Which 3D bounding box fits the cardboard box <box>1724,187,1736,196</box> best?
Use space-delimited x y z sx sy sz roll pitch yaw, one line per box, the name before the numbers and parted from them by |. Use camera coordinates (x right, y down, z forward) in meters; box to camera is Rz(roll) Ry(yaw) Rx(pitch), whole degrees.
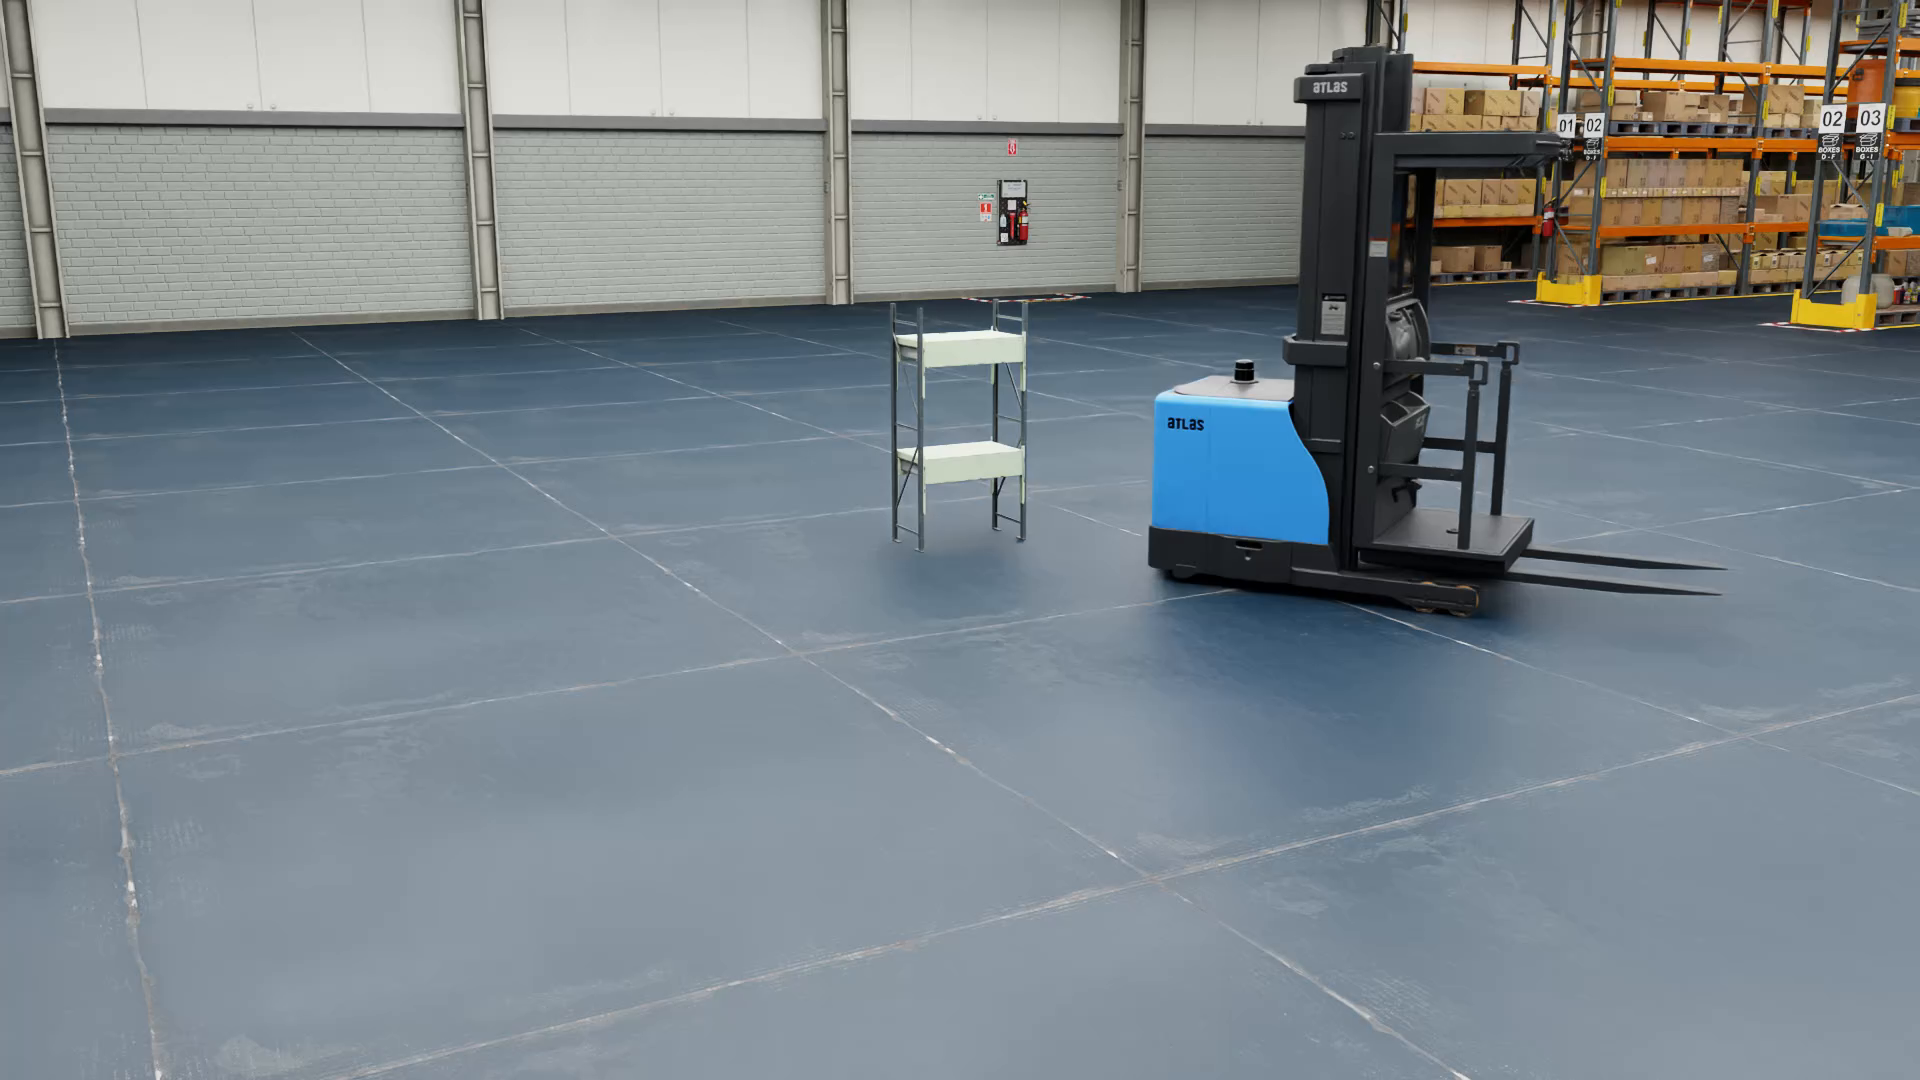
cardboard box | 13.786 -6.306 30.092 0.250 0.149 0.380 -7 15 -29

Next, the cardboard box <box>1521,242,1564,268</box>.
cardboard box | 12.401 -6.066 35.424 0.500 0.500 0.700 -6 14 -26

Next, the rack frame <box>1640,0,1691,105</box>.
rack frame | 15.274 -10.338 36.050 0.127 3.000 1.000 -7 14 -28

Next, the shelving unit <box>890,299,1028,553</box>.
shelving unit | -0.006 -0.731 10.441 0.755 1.500 0.431 -7 14 -28

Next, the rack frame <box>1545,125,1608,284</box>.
rack frame | 10.629 -5.615 28.729 0.127 3.000 1.000 -7 14 -28

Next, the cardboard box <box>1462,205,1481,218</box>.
cardboard box | 10.177 -6.659 33.662 0.500 0.250 0.500 -7 14 -27

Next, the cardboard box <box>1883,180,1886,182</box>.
cardboard box | 21.853 -8.344 40.169 0.700 0.700 0.980 -6 14 -25

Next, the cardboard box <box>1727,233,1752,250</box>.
cardboard box | 17.498 -6.801 37.936 0.750 0.750 0.750 -6 14 -26

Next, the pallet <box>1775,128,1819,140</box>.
pallet | 16.118 -7.621 31.241 1.213 0.211 1.003 -6 14 -25

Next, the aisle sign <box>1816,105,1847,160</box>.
aisle sign | 12.794 -5.978 24.421 0.004 0.787 0.394 -7 14 -28

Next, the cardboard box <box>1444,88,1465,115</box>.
cardboard box | 9.616 -8.672 32.930 0.500 0.500 0.500 -6 14 -26

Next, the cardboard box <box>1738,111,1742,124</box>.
cardboard box | 17.503 -9.416 37.557 0.500 0.500 0.700 -7 15 -29

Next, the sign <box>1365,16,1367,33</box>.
sign | 8.004 -10.139 32.676 0.005 0.325 0.100 -7 14 -28

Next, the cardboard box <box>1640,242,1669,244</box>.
cardboard box | 12.706 -5.172 30.356 0.500 0.500 0.500 -7 14 -28

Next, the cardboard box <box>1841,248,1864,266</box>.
cardboard box | 17.309 -5.492 32.207 0.500 0.311 0.500 -6 14 -26

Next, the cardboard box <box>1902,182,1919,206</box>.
cardboard box | 19.044 -6.858 33.067 0.500 0.500 0.700 -4 13 -17

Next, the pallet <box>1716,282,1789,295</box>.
pallet | 14.768 -4.761 31.283 1.213 0.211 1.003 -7 14 -28

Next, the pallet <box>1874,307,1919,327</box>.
pallet | 13.759 -3.402 25.243 1.213 0.211 1.003 -7 14 -28

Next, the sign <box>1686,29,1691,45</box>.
sign | 15.543 -10.729 35.479 0.005 0.325 0.100 -7 14 -28

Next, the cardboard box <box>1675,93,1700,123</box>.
cardboard box | 12.634 -7.674 29.535 0.637 0.503 0.797 -5 14 -22

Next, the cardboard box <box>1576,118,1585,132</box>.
cardboard box | 12.822 -8.722 34.949 0.500 0.311 0.500 -6 14 -26

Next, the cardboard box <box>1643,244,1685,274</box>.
cardboard box | 12.524 -5.016 29.662 0.500 0.500 0.500 -7 14 -28

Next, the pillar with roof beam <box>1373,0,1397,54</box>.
pillar with roof beam | 10.515 -8.907 29.692 0.400 9.000 9.100 -7 14 -28

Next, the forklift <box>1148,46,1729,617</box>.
forklift | 2.641 -1.155 9.066 3.031 2.935 1.130 6 14 26

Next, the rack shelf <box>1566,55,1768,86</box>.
rack shelf | 12.385 -8.207 29.128 4.000 0.370 1.077 -7 14 -28

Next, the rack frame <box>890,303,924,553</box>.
rack frame | -0.327 -0.692 10.270 0.023 1.500 0.400 -7 14 -28

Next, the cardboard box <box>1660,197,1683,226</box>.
cardboard box | 12.403 -5.874 29.652 0.500 0.500 0.700 -6 14 -26

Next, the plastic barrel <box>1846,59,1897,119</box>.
plastic barrel | 13.365 -6.614 24.399 0.708 0.830 0.600 -7 14 -28

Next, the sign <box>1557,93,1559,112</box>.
sign | 10.381 -7.578 28.783 0.005 0.325 0.100 -7 14 -28

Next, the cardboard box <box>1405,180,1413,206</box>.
cardboard box | 8.816 -6.864 32.867 0.500 0.500 0.500 -7 14 -28

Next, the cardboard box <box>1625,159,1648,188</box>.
cardboard box | 11.551 -6.406 29.058 0.500 0.500 0.700 -7 15 -29

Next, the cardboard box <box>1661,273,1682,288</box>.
cardboard box | 12.524 -4.650 29.745 0.500 0.250 0.500 -7 14 -28

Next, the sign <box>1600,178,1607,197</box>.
sign | 10.890 -5.969 28.147 0.005 0.325 0.100 -7 14 -28

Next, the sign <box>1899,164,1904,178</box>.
sign | 22.544 -8.827 39.824 0.005 0.325 0.100 -7 14 -28

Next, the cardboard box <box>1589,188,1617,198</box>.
cardboard box | 11.077 -5.980 28.646 0.250 0.149 0.380 -7 14 -28

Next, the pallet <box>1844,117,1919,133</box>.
pallet | 13.772 -6.100 24.480 1.213 0.211 1.003 -7 14 -28

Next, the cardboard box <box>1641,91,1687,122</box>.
cardboard box | 12.218 -7.523 28.870 0.500 0.500 0.500 -7 14 -28

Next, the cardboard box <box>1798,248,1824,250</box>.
cardboard box | 16.594 -5.539 32.417 0.500 0.311 0.500 -7 15 -29

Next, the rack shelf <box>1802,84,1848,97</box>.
rack shelf | 20.541 -10.423 38.978 4.000 0.370 1.077 -7 14 -28

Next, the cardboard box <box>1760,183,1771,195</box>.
cardboard box | 18.058 -7.883 37.854 0.500 0.500 0.500 -7 14 -27

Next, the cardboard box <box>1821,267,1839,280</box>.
cardboard box | 16.413 -5.111 31.793 0.500 0.250 0.500 -6 14 -27

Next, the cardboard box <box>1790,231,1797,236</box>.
cardboard box | 19.961 -7.300 39.472 0.250 0.149 0.380 -7 15 -30

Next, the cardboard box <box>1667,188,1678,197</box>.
cardboard box | 12.426 -6.142 29.364 0.250 0.149 0.380 -7 14 -27

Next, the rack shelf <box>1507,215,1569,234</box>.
rack shelf | 13.519 -6.850 35.853 4.000 0.370 1.077 -7 14 -28

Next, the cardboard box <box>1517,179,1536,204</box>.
cardboard box | 11.497 -7.184 34.285 0.500 0.500 0.500 -7 14 -28

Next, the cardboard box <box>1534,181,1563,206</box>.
cardboard box | 12.226 -7.301 34.989 0.500 0.500 0.700 -7 14 -28

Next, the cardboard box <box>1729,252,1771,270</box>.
cardboard box | 14.622 -5.169 30.773 0.500 0.311 0.500 -7 14 -28

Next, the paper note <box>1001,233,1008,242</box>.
paper note | 0.810 -5.491 30.183 0.142 0.148 0.016 -7 14 -28

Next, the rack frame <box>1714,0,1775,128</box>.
rack frame | 14.140 -8.963 29.940 0.127 3.000 1.000 -7 14 -28

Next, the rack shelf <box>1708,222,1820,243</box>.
rack shelf | 15.896 -5.896 31.613 4.000 0.370 1.077 -7 14 -28

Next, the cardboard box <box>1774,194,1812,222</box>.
cardboard box | 15.724 -6.271 31.414 0.500 0.500 0.500 -7 14 -28

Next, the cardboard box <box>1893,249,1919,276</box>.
cardboard box | 18.644 -5.501 32.913 0.500 0.500 0.500 -7 15 -30

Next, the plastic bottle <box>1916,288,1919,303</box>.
plastic bottle | 15.157 -3.872 26.182 0.135 0.276 0.152 -7 14 -28

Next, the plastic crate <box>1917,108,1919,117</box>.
plastic crate | 14.529 -6.375 25.307 0.575 0.384 0.392 -7 14 -28

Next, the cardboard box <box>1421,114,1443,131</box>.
cardboard box | 9.154 -8.128 32.790 0.500 0.500 0.500 -6 14 -24
